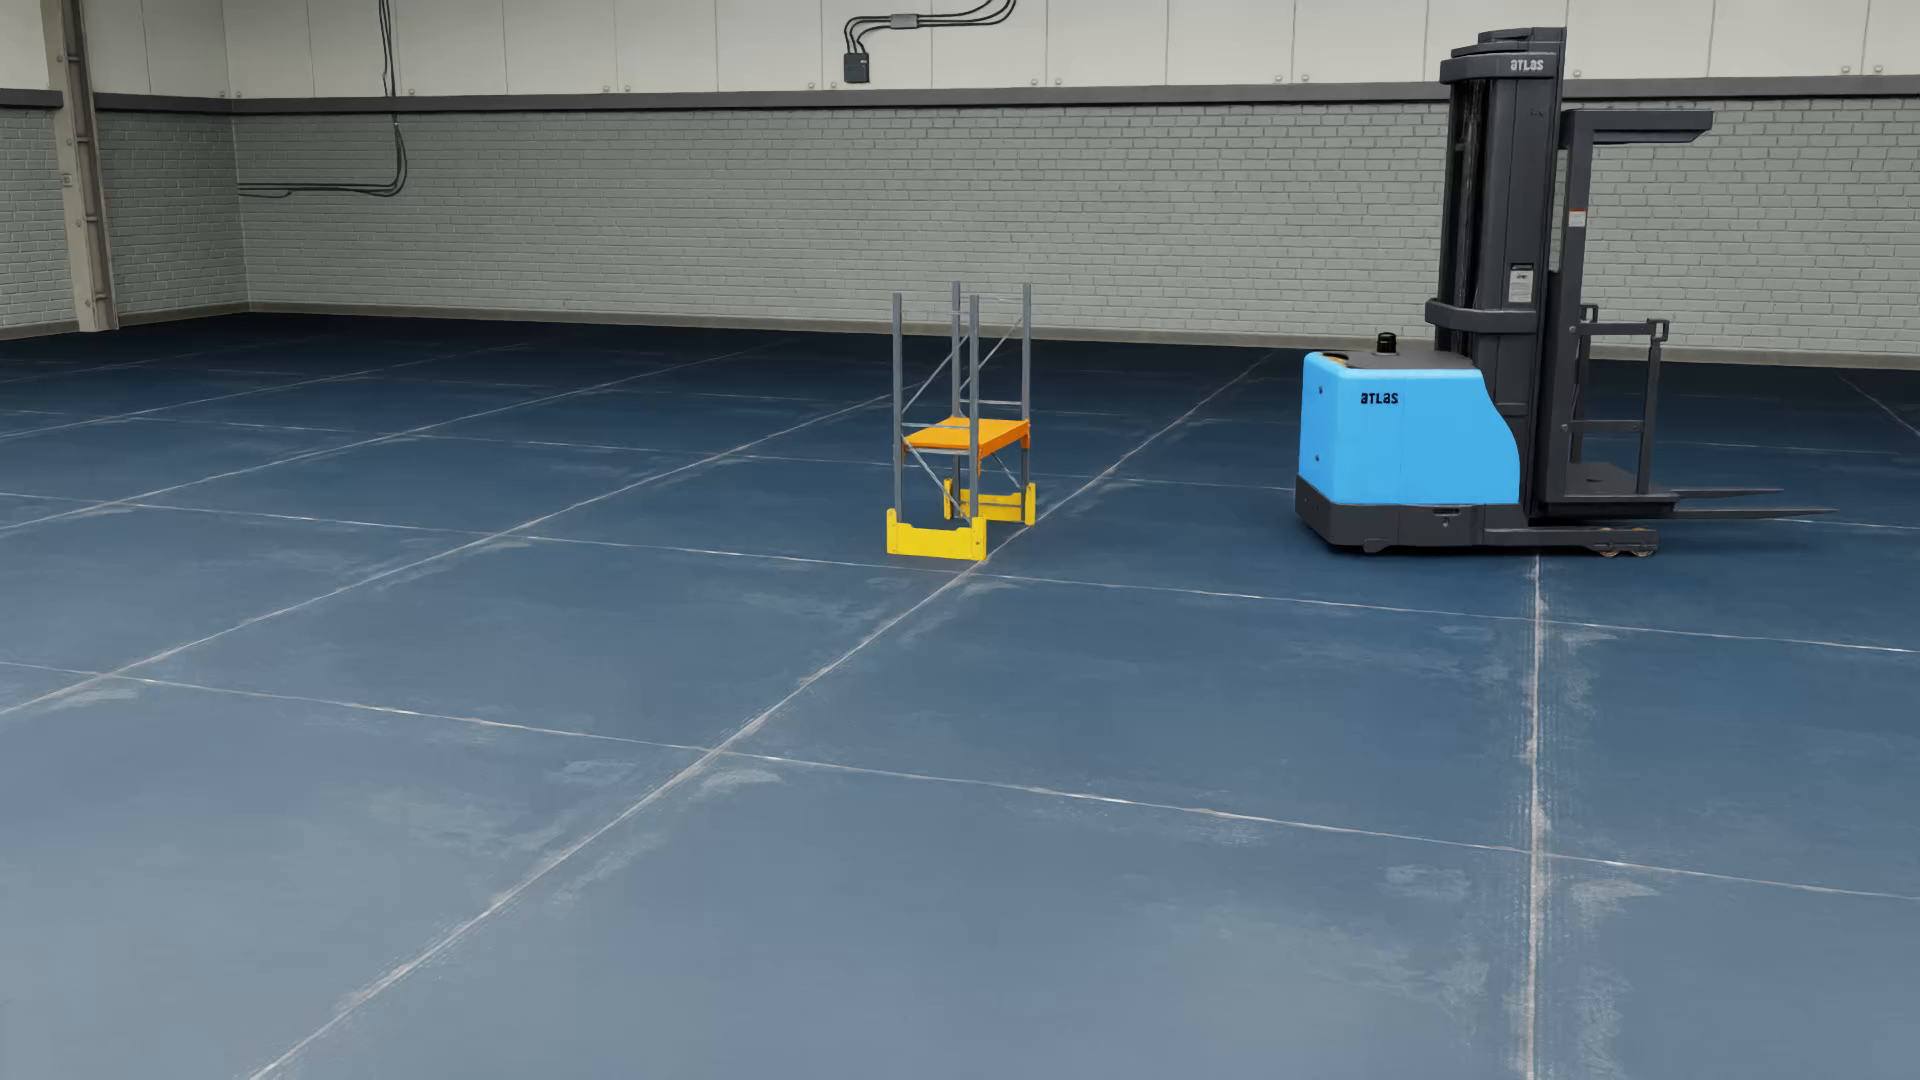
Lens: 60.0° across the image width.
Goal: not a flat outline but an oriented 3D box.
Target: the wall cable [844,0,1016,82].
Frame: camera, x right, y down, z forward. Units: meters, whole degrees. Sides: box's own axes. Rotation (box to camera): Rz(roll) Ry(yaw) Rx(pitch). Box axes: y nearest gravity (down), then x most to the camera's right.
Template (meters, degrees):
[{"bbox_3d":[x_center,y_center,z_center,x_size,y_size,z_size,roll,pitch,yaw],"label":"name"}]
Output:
[{"bbox_3d":[-0.377,-8.699,20.234,2.305,6.003,0.169,4,14,18],"label":"wall cable"}]

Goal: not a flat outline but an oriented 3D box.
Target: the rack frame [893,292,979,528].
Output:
[{"bbox_3d":[-0.137,-0.642,9.431,0.500,1.500,0.032,4,14,18],"label":"rack frame"}]

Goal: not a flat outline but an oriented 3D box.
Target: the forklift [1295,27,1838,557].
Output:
[{"bbox_3d":[3.629,-1.451,9.758,3.031,2.935,1.130,0,13,-2],"label":"forklift"}]

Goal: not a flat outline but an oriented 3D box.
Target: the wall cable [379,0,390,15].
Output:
[{"bbox_3d":[-6.794,-8.481,22.551,3.097,2.526,0.112,4,14,18],"label":"wall cable"}]

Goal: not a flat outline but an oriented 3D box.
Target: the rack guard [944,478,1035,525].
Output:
[{"bbox_3d":[0.186,-0.243,10.490,0.587,0.250,0.087,4,14,18],"label":"rack guard"}]

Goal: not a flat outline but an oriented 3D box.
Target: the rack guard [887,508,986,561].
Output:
[{"bbox_3d":[-0.136,-0.033,9.571,0.587,0.250,0.087,4,14,18],"label":"rack guard"}]

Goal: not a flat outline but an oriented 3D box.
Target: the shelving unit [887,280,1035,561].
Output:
[{"bbox_3d":[0.025,-0.747,9.891,0.587,1.500,1.083,4,14,18],"label":"shelving unit"}]

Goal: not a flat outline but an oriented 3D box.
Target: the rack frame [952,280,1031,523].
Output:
[{"bbox_3d":[0.192,-0.856,10.369,0.500,1.500,0.032,4,14,18],"label":"rack frame"}]

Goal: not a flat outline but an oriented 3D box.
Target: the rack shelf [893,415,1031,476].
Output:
[{"bbox_3d":[0.028,-0.574,9.940,0.538,0.185,1.000,4,14,18],"label":"rack shelf"}]

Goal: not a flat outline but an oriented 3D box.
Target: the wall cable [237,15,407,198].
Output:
[{"bbox_3d":[-9.354,-6.214,23.967,3.097,2.526,0.112,4,14,18],"label":"wall cable"}]

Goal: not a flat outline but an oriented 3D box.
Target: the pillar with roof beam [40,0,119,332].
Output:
[{"bbox_3d":[-7.485,-6.892,19.963,9.100,9.000,0.400,4,14,18],"label":"pillar with roof beam"}]
